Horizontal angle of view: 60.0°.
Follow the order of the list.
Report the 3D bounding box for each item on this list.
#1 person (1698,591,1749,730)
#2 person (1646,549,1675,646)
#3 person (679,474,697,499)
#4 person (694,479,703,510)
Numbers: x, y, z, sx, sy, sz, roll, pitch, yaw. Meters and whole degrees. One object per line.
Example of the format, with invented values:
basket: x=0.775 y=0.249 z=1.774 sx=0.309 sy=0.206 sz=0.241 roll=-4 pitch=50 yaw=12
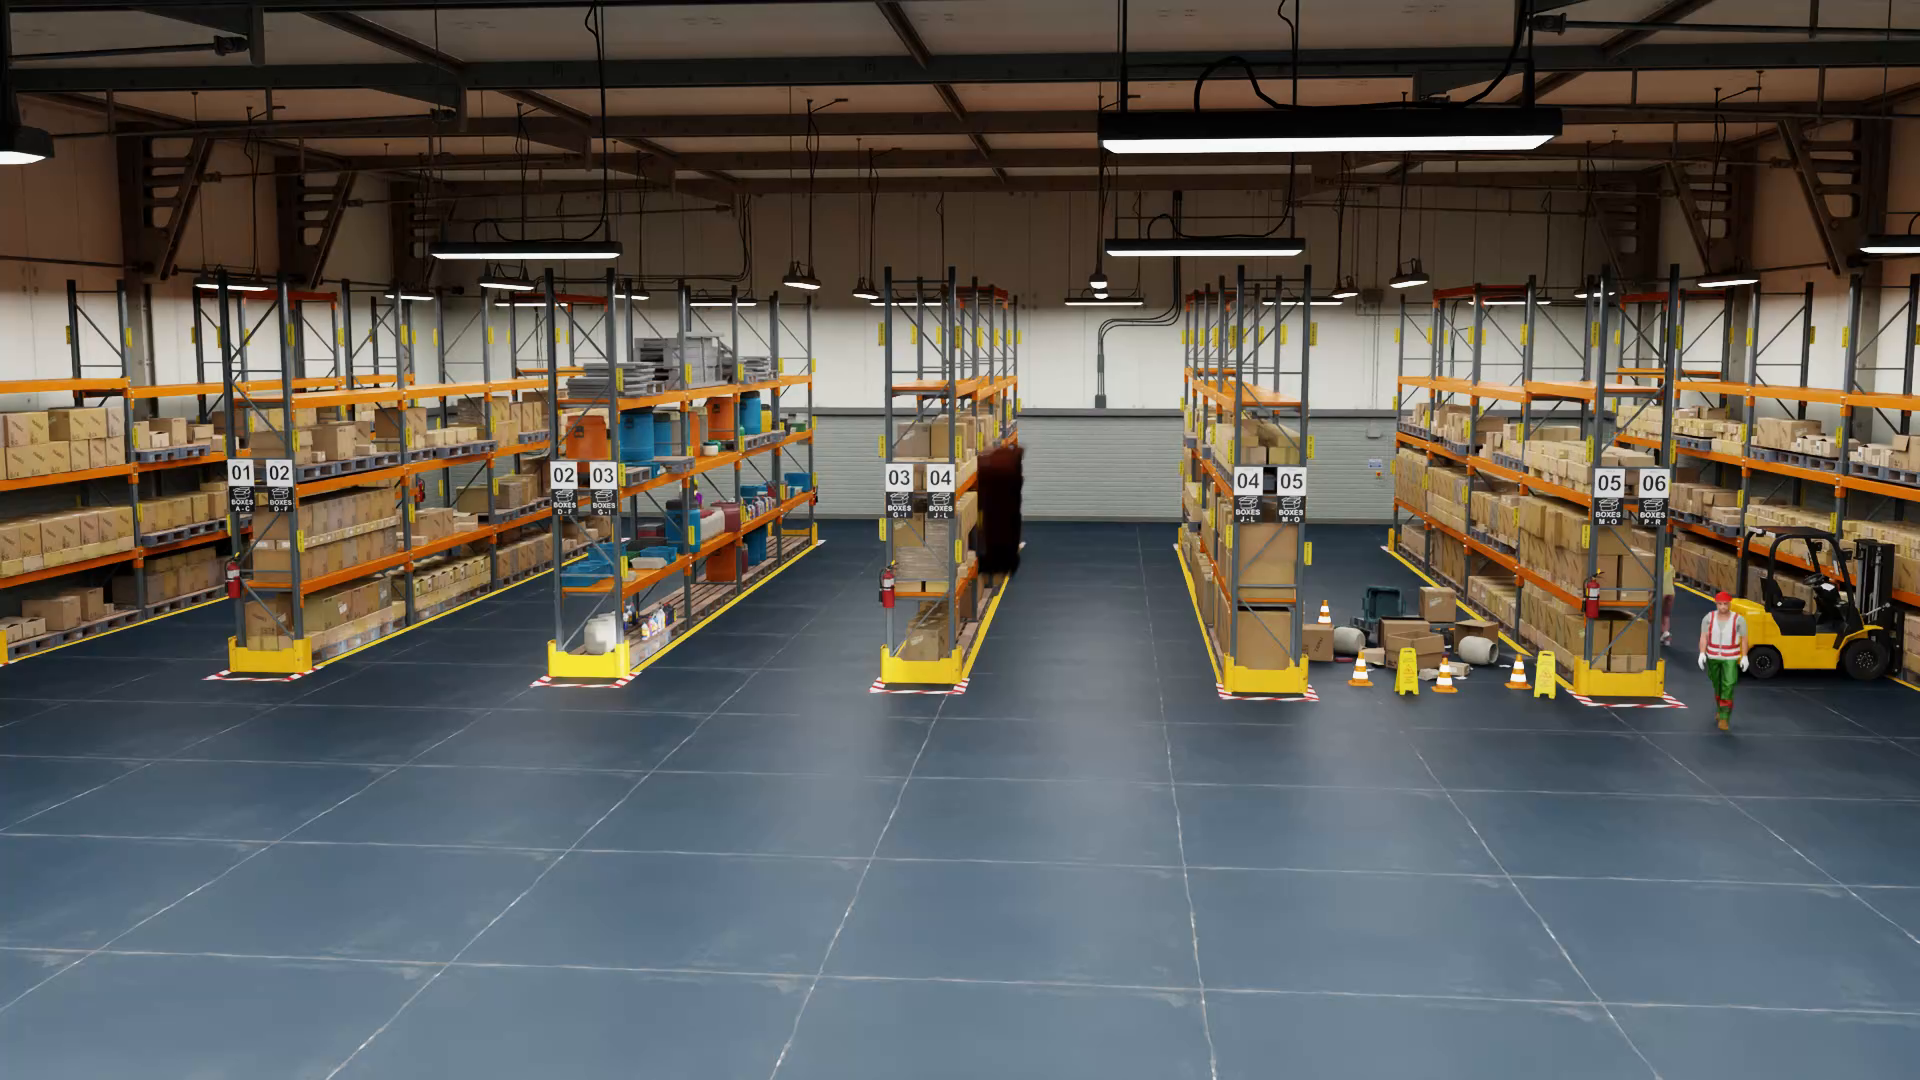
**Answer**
person: x=9.790 y=1.519 z=21.374 sx=0.560 sy=1.734 sz=0.997 roll=6 pitch=9 yaw=40
person: x=11.512 y=0.931 z=27.210 sx=0.509 sy=1.569 sz=0.705 roll=-1 pitch=7 yaw=-5
person: x=-7.369 y=-1.320 z=44.884 sx=0.539 sy=1.745 sz=0.855 roll=-7 pitch=10 yaw=-43
person: x=-6.157 y=-0.528 z=38.365 sx=0.609 sy=1.769 sz=0.489 roll=5 pitch=8 yaw=35
